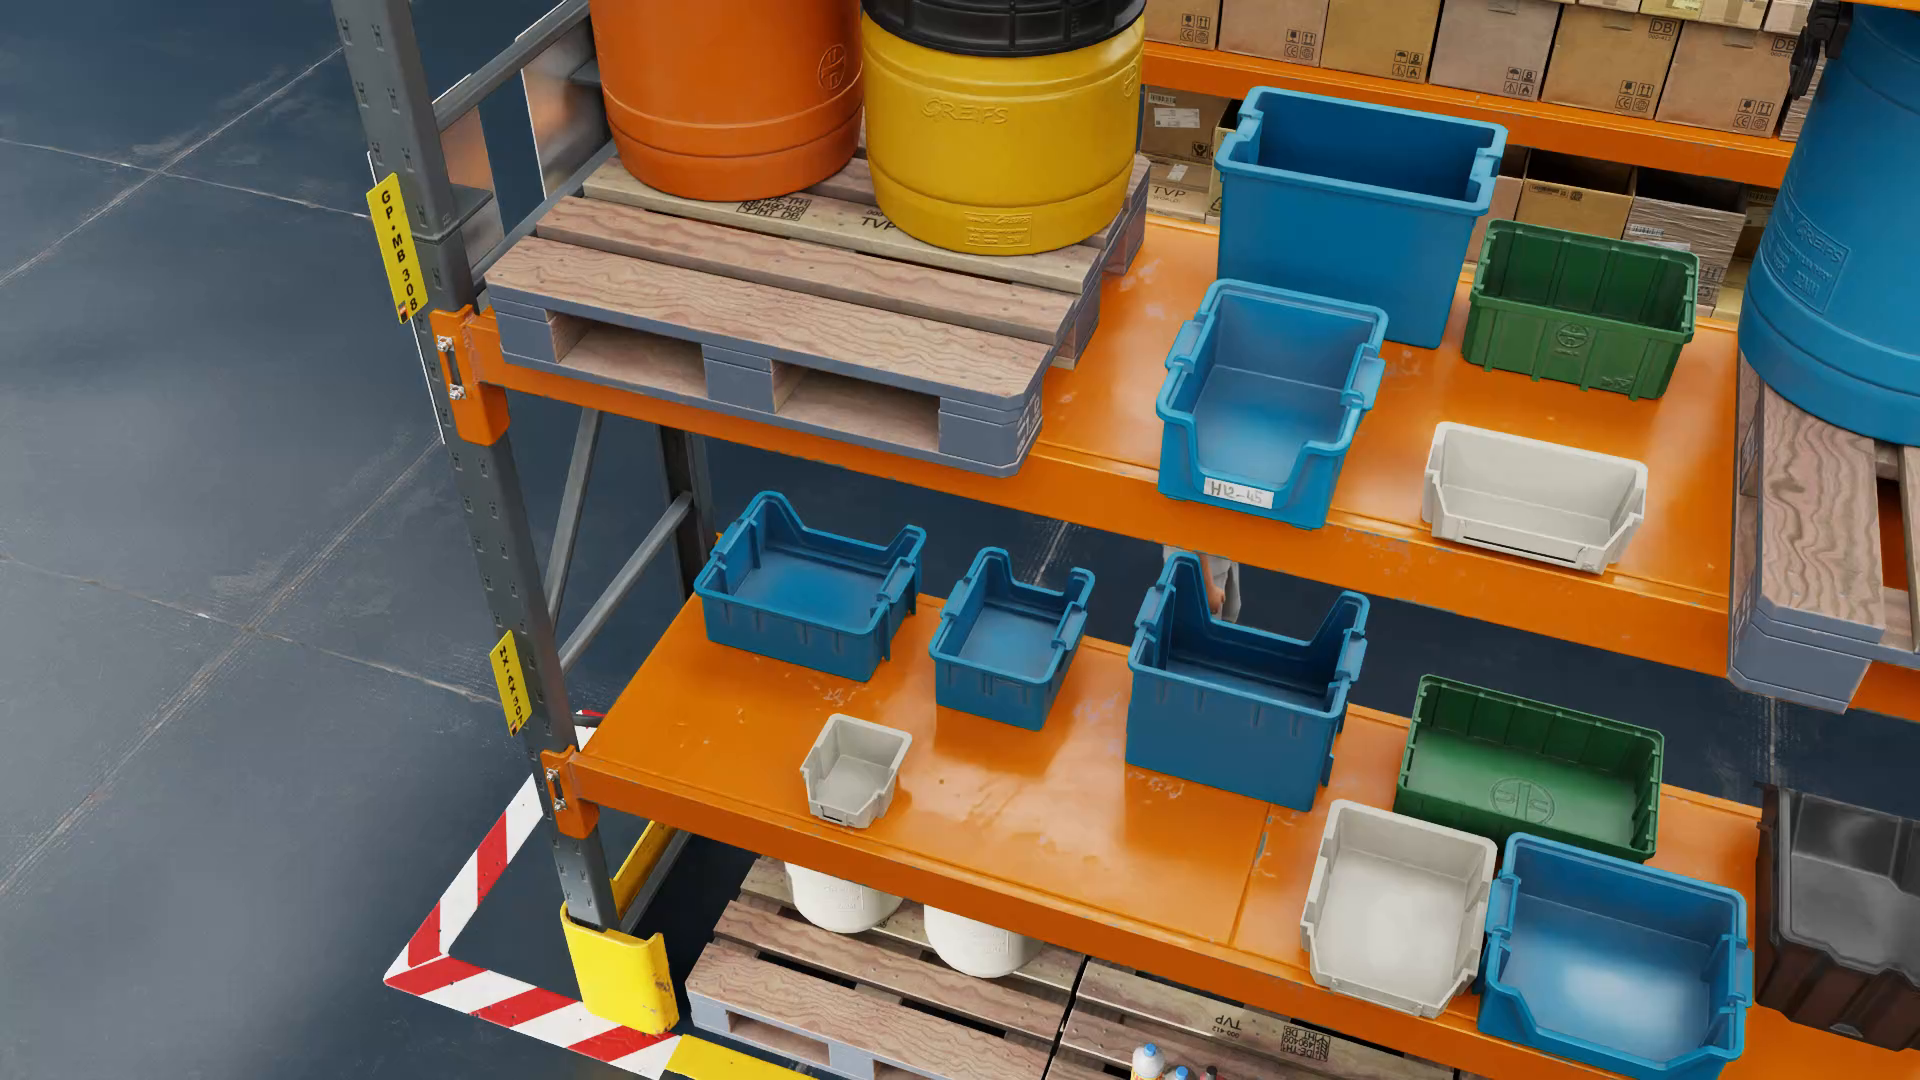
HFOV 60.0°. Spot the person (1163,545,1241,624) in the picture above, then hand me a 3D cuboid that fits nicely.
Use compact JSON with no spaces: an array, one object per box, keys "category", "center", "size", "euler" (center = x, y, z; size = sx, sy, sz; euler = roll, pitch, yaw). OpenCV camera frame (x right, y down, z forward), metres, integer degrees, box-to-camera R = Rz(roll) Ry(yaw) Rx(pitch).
[{"category":"person","center":[0.946,0.061,6.092],"size":[0.407,1.673,0.511],"euler":[12,43,13]}]
